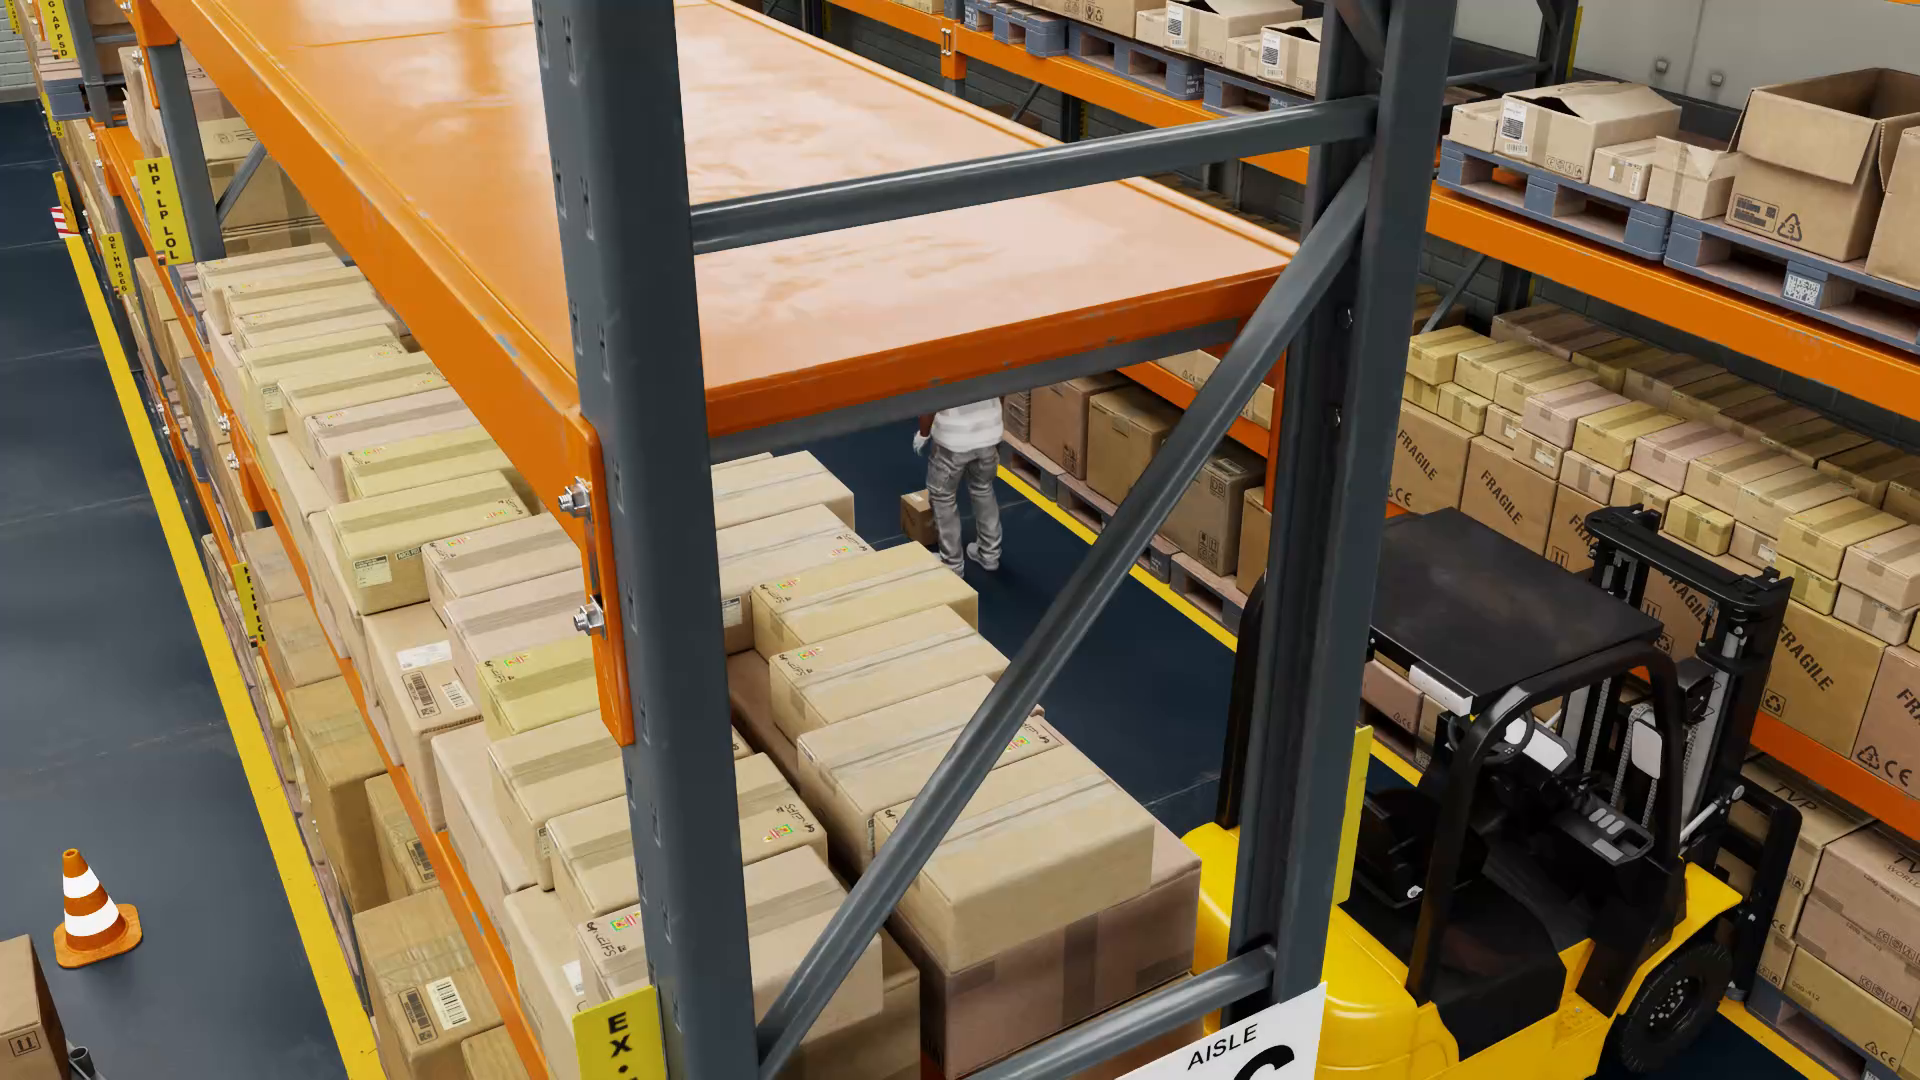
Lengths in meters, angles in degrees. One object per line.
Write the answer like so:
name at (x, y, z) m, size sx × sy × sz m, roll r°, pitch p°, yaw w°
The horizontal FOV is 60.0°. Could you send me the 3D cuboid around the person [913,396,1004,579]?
person at (0.008, -0.603, 9.672) m, size 0.559 × 1.761 × 0.400 m, roll -15°, pitch 32°, yaw -25°
